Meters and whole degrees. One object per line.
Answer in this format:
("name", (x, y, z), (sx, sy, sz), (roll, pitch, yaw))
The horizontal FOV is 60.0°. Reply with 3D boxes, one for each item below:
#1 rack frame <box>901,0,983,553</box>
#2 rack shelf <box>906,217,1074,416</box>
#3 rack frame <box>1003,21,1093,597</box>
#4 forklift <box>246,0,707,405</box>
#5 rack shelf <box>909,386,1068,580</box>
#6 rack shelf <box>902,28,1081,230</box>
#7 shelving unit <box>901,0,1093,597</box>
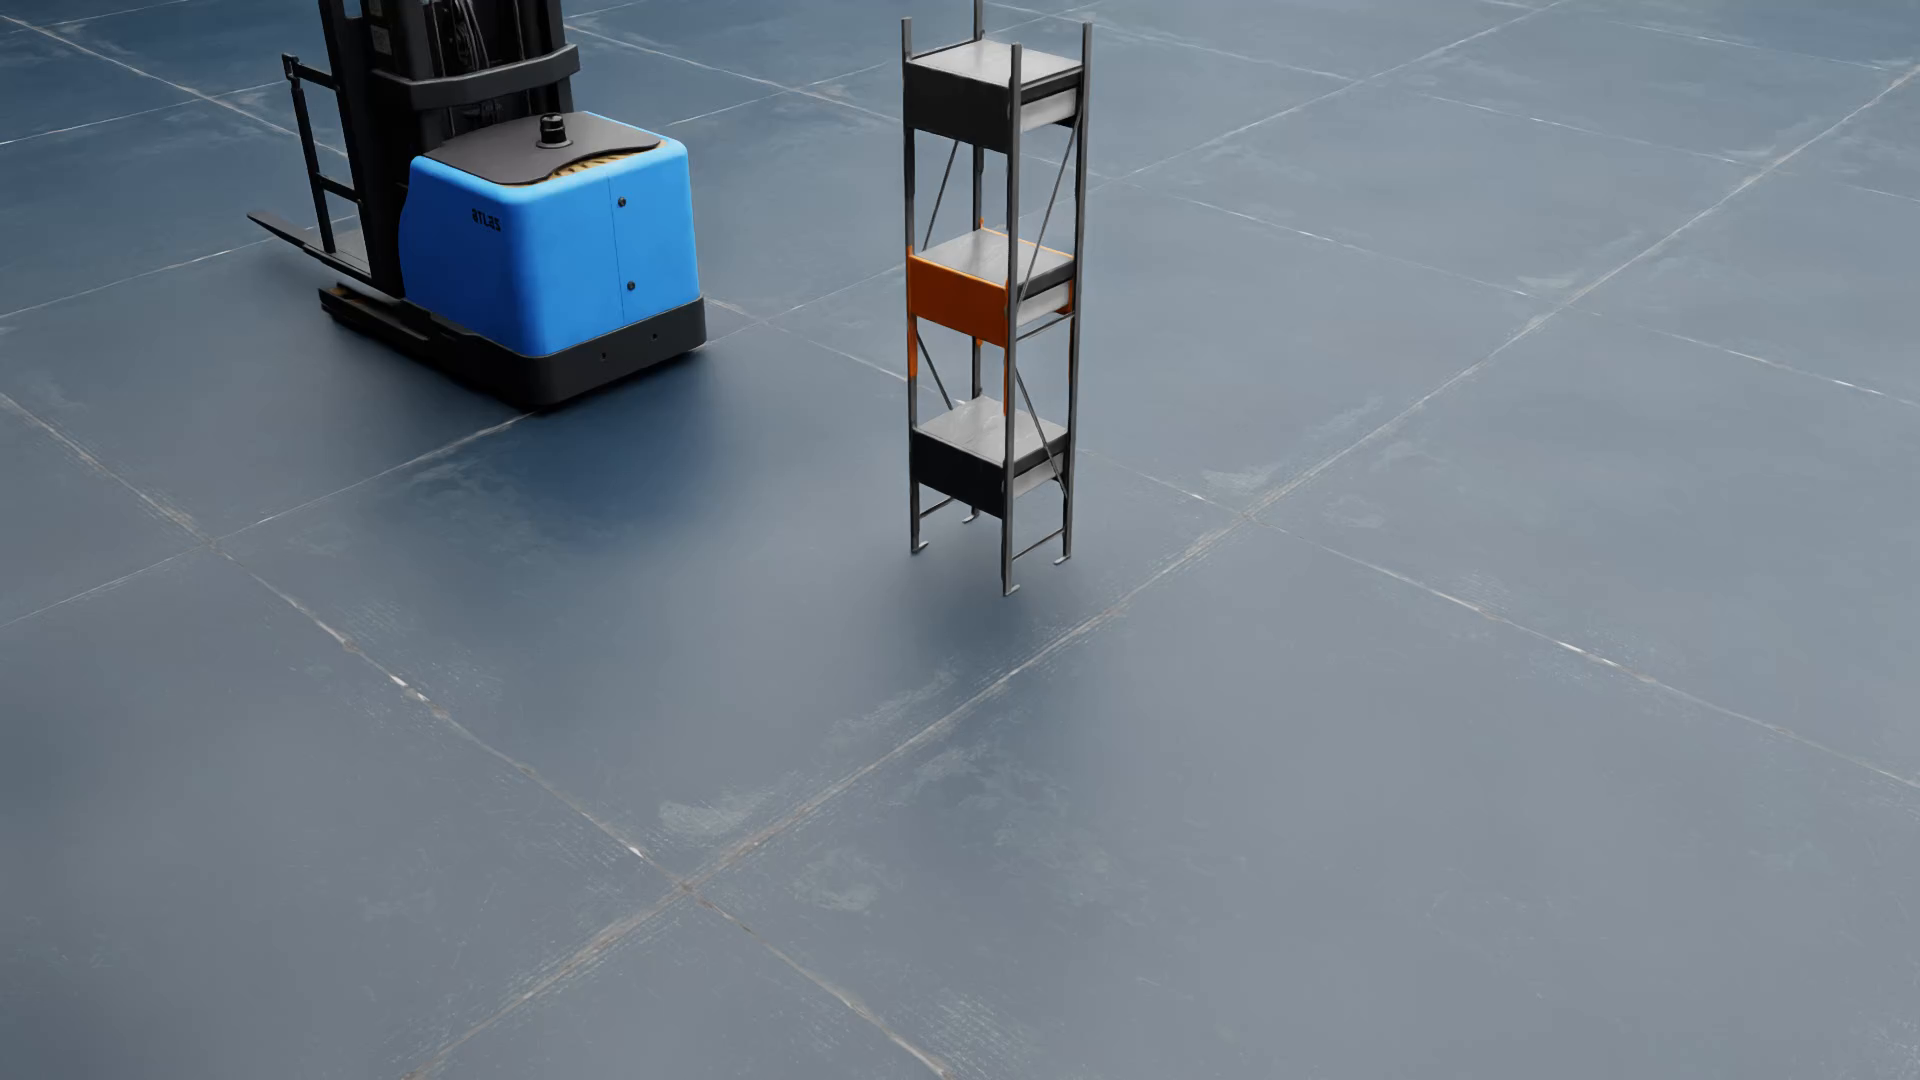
("rack frame", (-0.058, -0.927, 6.254), (0.015, 2.100, 0.400), (25, 39, 35))
("rack shelf", (0.123, -0.831, 6.120), (0.480, 0.518, 0.431), (25, 39, 35))
("rack frame", (0.304, -0.758, 5.973), (0.015, 2.100, 0.400), (25, 39, 35))
("forklift", (-2.687, -2.515, 8.086), (3.031, 2.935, 1.130), (25, 39, 35))
("rack shelf", (0.123, -0.231, 6.481), (0.480, 0.518, 0.431), (25, 39, 35))
("rack shelf", (0.123, -1.430, 5.759), (0.480, 0.518, 0.431), (25, 39, 35))
("shelving unit", (0.123, -0.842, 6.113), (0.503, 2.100, 0.431), (25, 39, 35))
